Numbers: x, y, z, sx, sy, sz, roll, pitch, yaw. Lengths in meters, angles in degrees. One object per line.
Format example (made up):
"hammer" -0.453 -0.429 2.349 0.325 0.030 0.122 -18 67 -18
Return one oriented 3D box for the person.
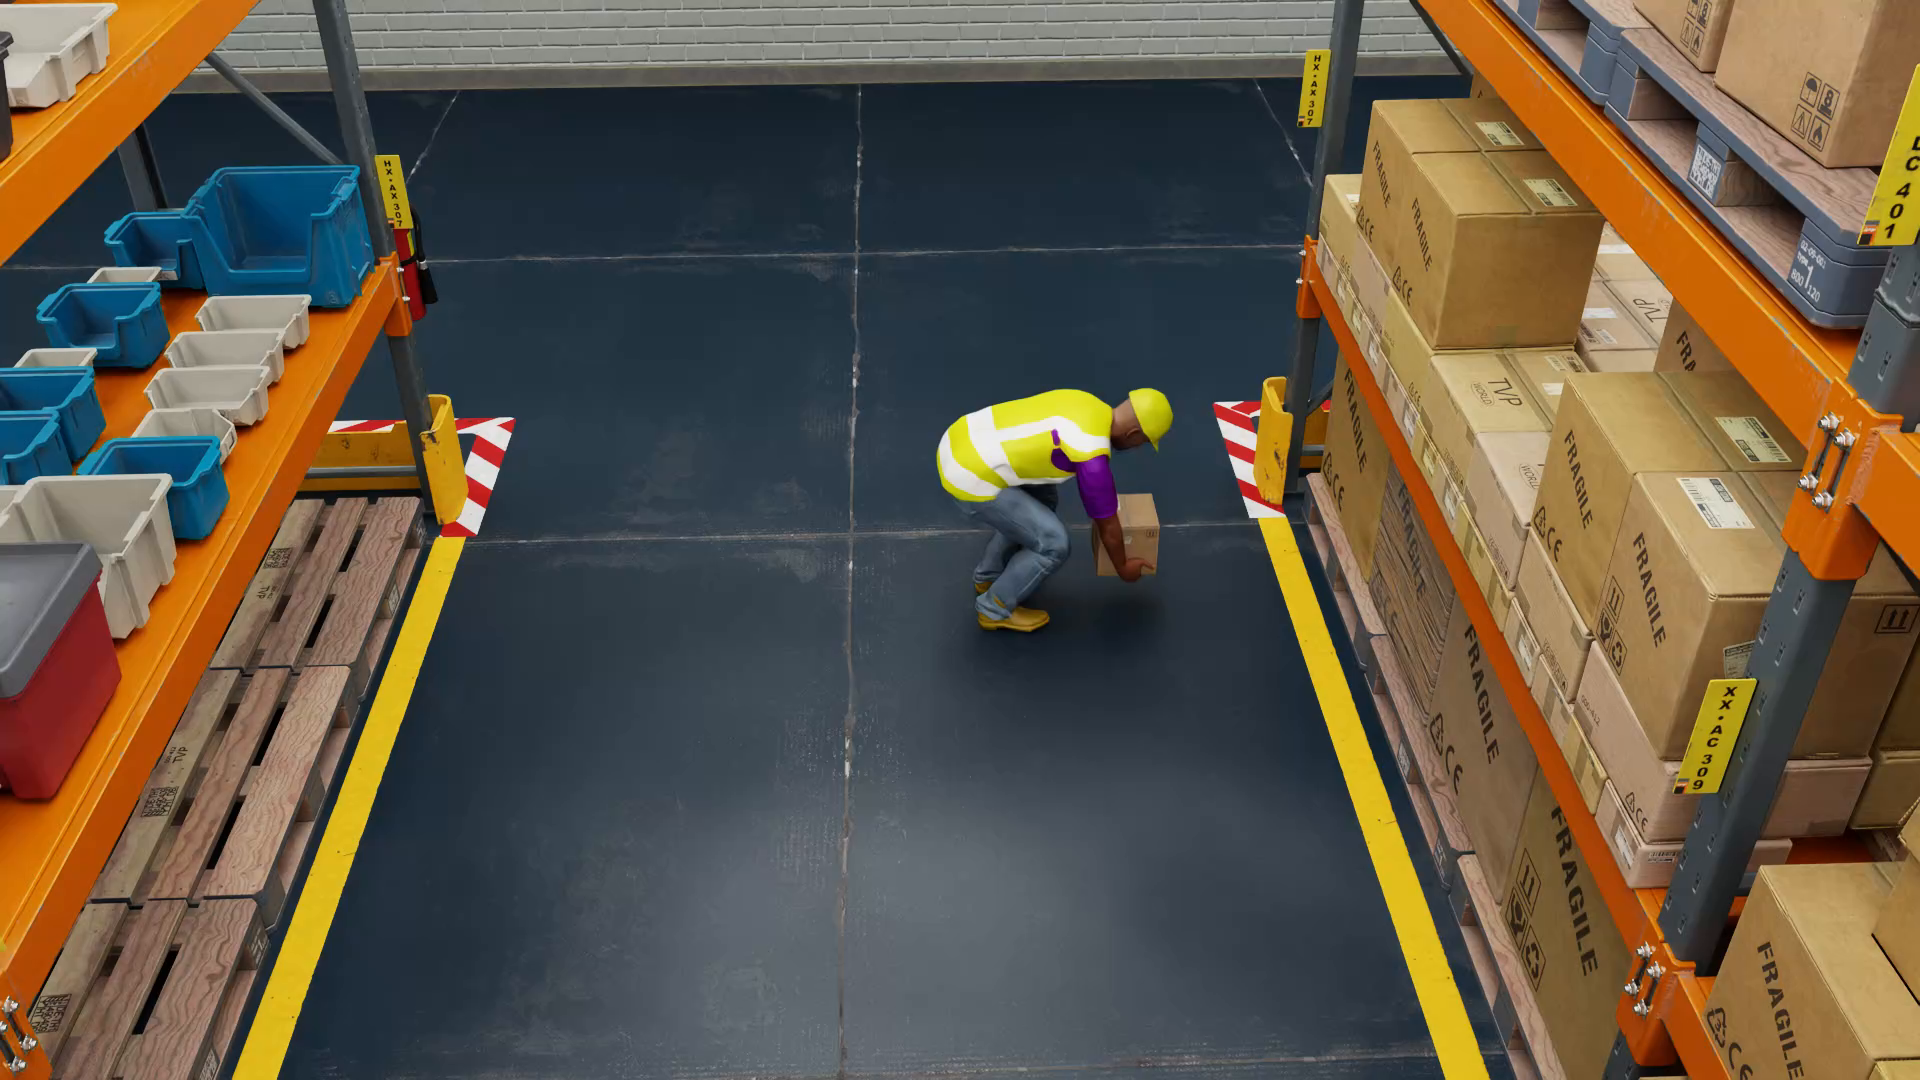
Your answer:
"person" 0.388 -0.155 6.978 0.966 1.039 0.518 -3 35 -4
